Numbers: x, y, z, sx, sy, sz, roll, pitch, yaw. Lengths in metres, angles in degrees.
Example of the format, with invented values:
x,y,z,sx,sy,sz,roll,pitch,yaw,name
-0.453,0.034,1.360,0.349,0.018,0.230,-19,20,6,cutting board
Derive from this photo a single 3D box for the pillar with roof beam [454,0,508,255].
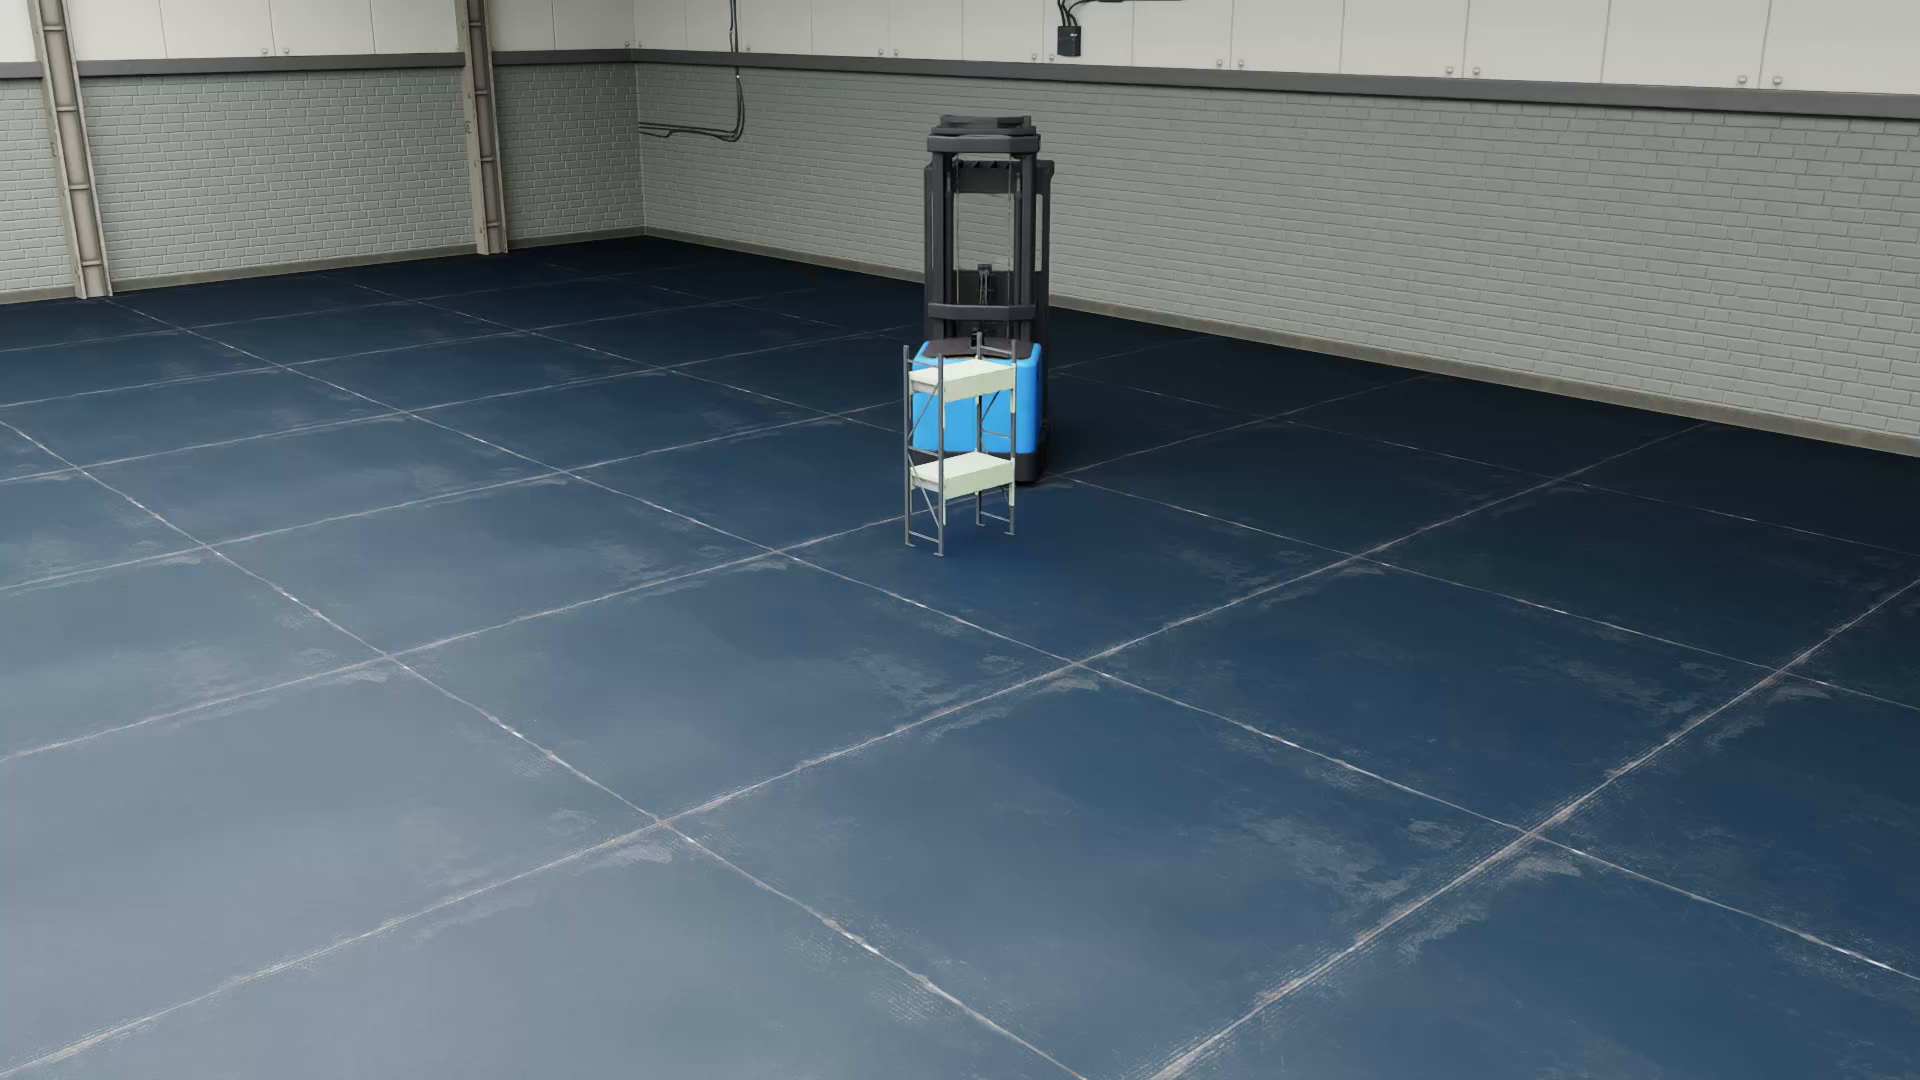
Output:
x,y,z,sx,sy,sz,roll,pitch,yaw,name
-4.561,-7.937,22.374,0.400,9.000,9.100,-16,24,-41,pillar with roof beam

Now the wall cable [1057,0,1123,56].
x,y,z,sx,sy,sz,roll,pitch,yaw,name
2.042,-8.717,19.265,0.169,6.003,2.305,-16,24,-41,wall cable

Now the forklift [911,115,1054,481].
x,y,z,sx,sy,sz,roll,pitch,yaw,name
0.259,-2.287,14.786,1.130,2.935,3.031,2,18,5,forklift

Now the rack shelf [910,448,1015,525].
x,y,z,sx,sy,sz,roll,pitch,yaw,name
0.005,-0.405,12.358,0.720,0.370,0.431,-16,24,-41,rack shelf

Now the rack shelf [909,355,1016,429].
x,y,z,sx,sy,sz,roll,pitch,yaw,name
0.005,-1.086,12.137,0.720,0.370,0.431,-16,24,-41,rack shelf

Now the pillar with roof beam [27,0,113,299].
x,y,z,sx,sy,sz,roll,pitch,yaw,name
-8.920,-6.666,18.453,0.400,9.000,9.100,-16,24,-41,pillar with roof beam

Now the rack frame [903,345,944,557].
x,y,z,sx,sy,sz,roll,pitch,yaw,name
-0.261,-0.637,12.019,0.023,1.500,0.400,-16,24,-41,rack frame

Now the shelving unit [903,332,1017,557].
x,y,z,sx,sy,sz,roll,pitch,yaw,name
0.005,-0.715,12.258,0.755,1.500,0.431,-16,24,-41,shelving unit

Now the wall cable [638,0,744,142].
x,y,z,sx,sy,sz,roll,pitch,yaw,name
-4.469,-7.753,26.840,0.112,2.526,3.097,-16,24,-41,wall cable

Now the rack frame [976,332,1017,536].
x,y,z,sx,sy,sz,roll,pitch,yaw,name
0.271,-0.792,12.497,0.023,1.500,0.400,-16,24,-41,rack frame
